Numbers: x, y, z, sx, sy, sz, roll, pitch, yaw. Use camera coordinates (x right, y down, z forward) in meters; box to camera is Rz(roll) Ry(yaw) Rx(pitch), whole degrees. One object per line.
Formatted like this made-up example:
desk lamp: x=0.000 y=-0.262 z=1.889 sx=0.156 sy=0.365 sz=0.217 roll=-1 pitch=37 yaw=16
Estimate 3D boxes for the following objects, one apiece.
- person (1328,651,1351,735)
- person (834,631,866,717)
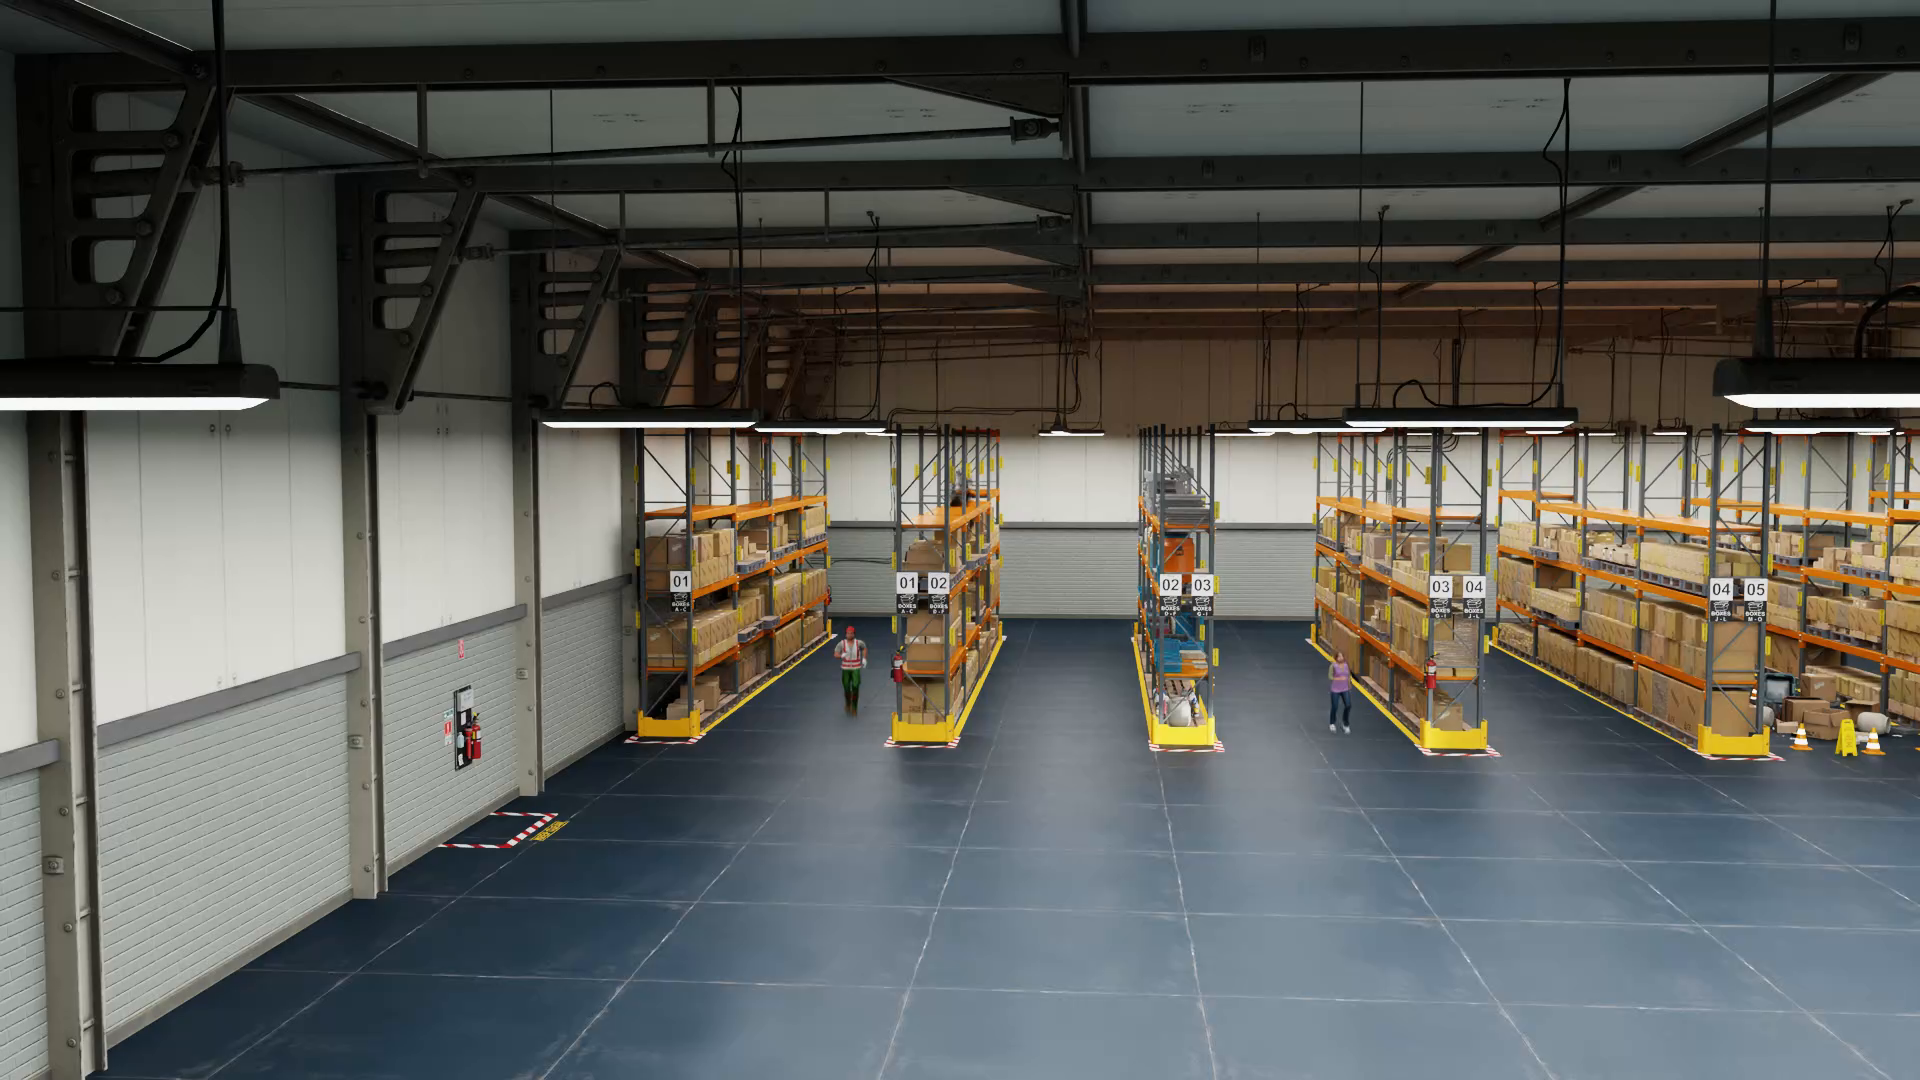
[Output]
person: x=7.375 y=2.965 z=32.240 sx=0.526 sy=1.647 sz=0.683 roll=0 pitch=3 yaw=-6
person: x=-2.284 y=2.735 z=34.574 sx=0.662 sy=1.798 sz=0.823 roll=0 pitch=3 yaw=-2
